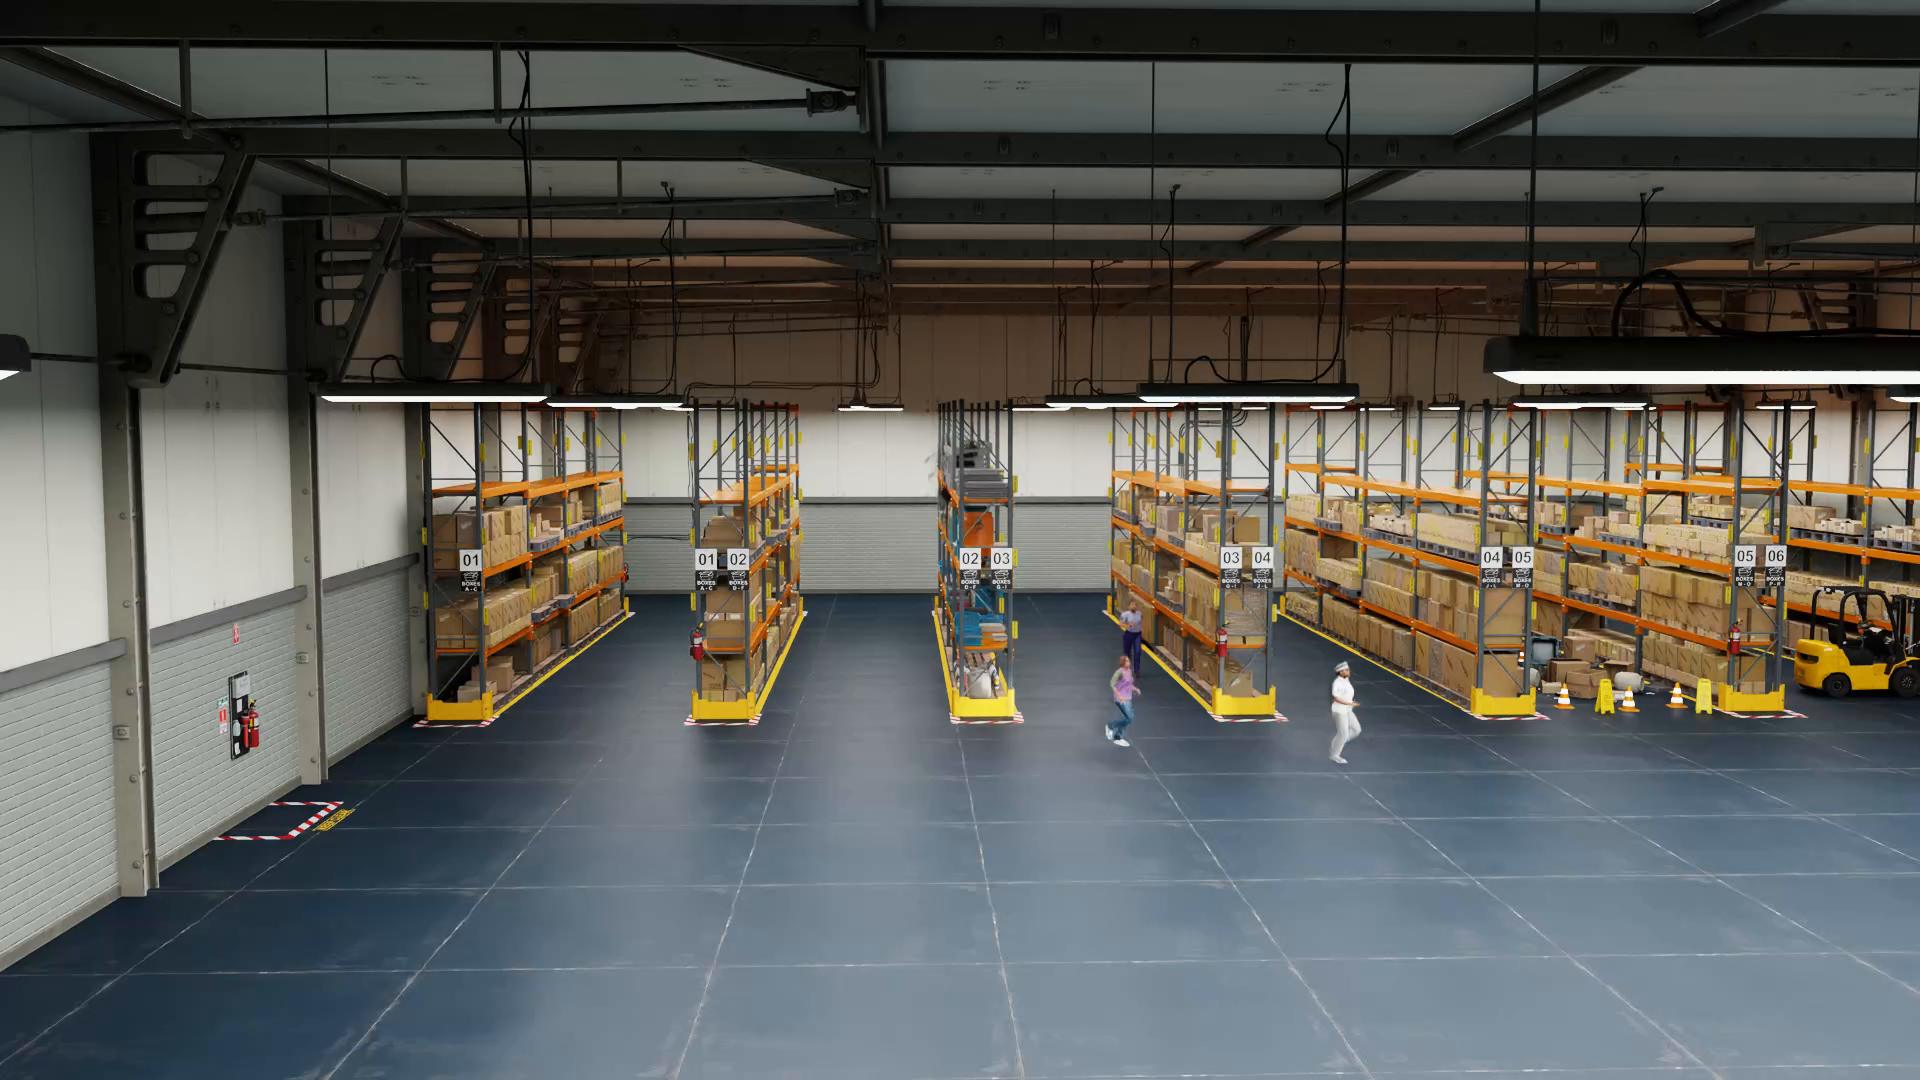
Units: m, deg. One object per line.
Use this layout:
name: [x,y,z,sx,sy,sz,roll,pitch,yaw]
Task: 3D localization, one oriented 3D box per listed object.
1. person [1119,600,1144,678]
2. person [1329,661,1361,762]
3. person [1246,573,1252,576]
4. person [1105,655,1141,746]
person: [3.749,2.133,36.291,0.637,1.626,0.907,-1,4,-12]
person: [6.333,2.816,27.291,0.528,1.671,0.624,3,5,32]
person: [8.574,1.258,48.724,0.751,1.655,0.743,-2,5,-28]
person: [2.826,2.770,28.734,0.569,1.570,0.527,3,5,32]
